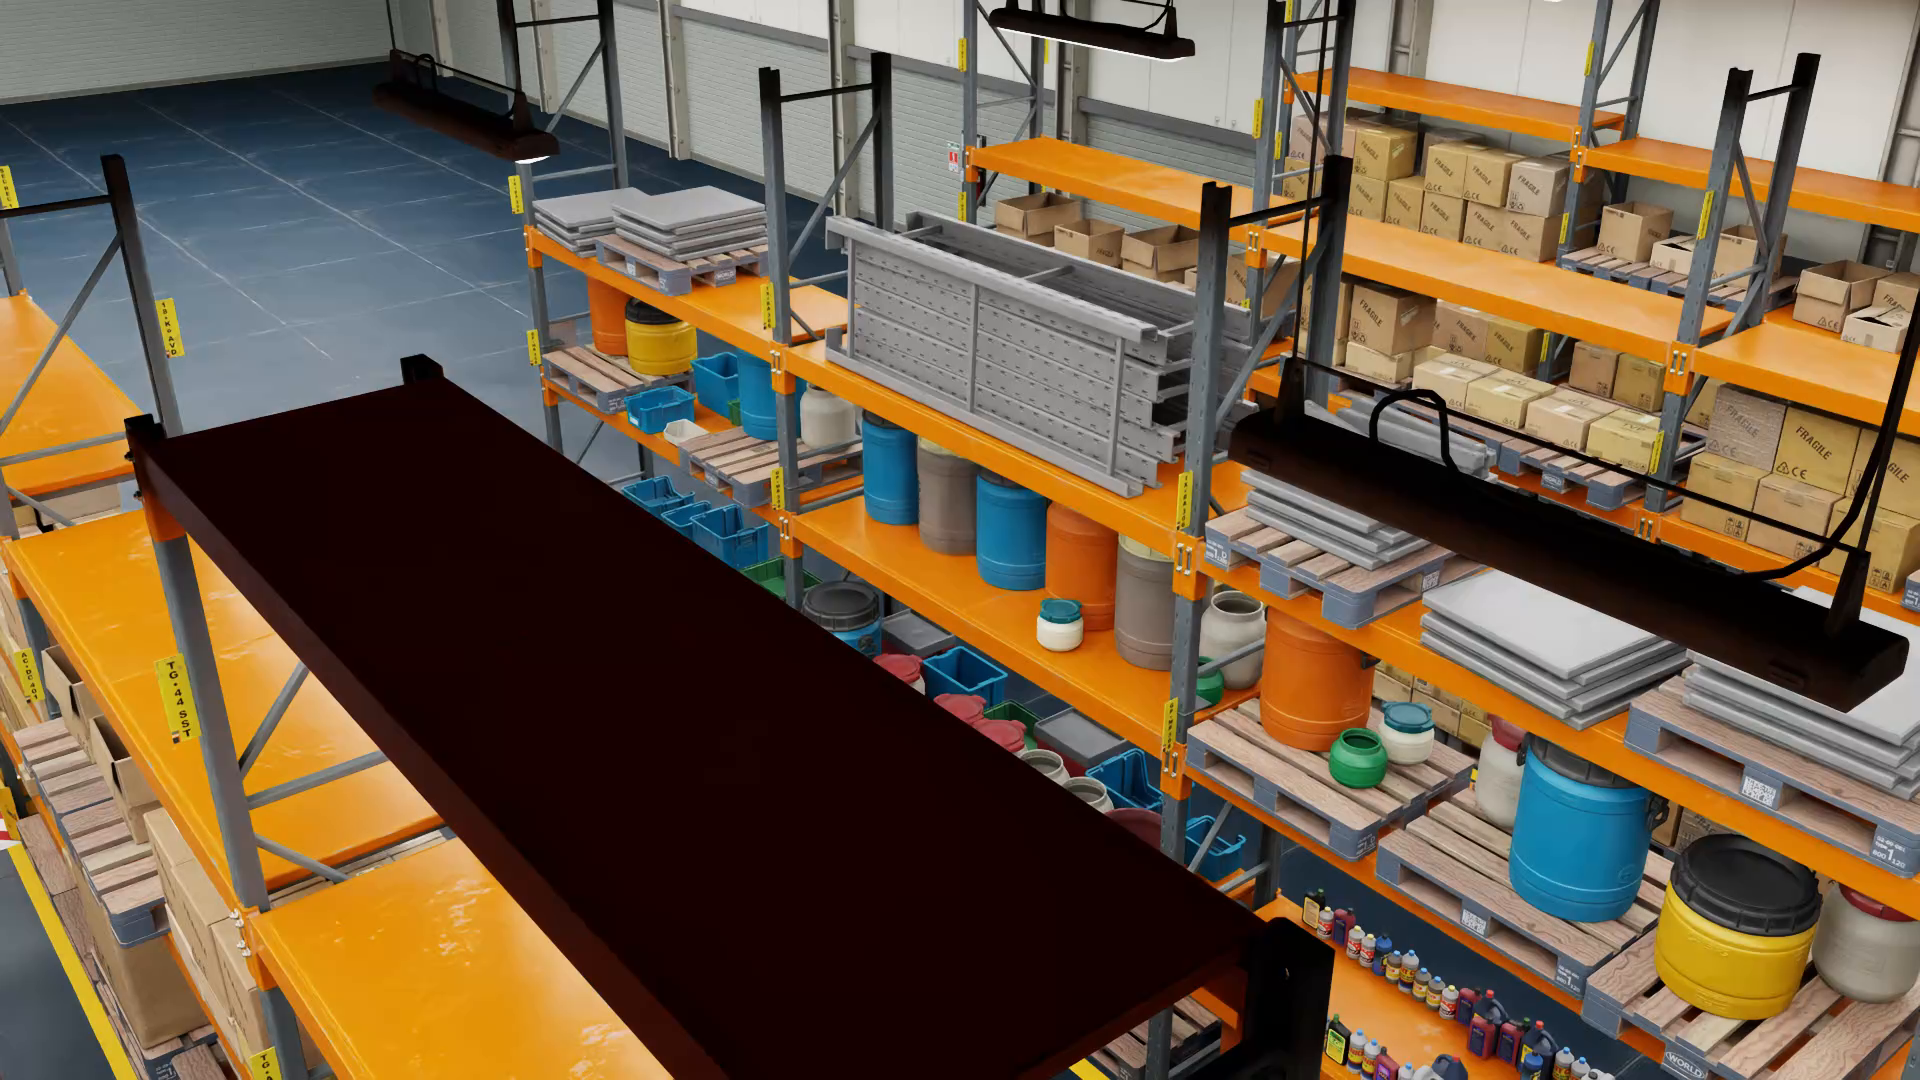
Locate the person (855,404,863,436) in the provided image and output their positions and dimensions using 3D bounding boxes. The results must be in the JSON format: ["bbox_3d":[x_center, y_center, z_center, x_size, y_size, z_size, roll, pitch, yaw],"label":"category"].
[{"bbox_3d":[-1.372,-1.820,20.078,0.630,1.709,0.993,-21,33,-36],"label":"person"}]
